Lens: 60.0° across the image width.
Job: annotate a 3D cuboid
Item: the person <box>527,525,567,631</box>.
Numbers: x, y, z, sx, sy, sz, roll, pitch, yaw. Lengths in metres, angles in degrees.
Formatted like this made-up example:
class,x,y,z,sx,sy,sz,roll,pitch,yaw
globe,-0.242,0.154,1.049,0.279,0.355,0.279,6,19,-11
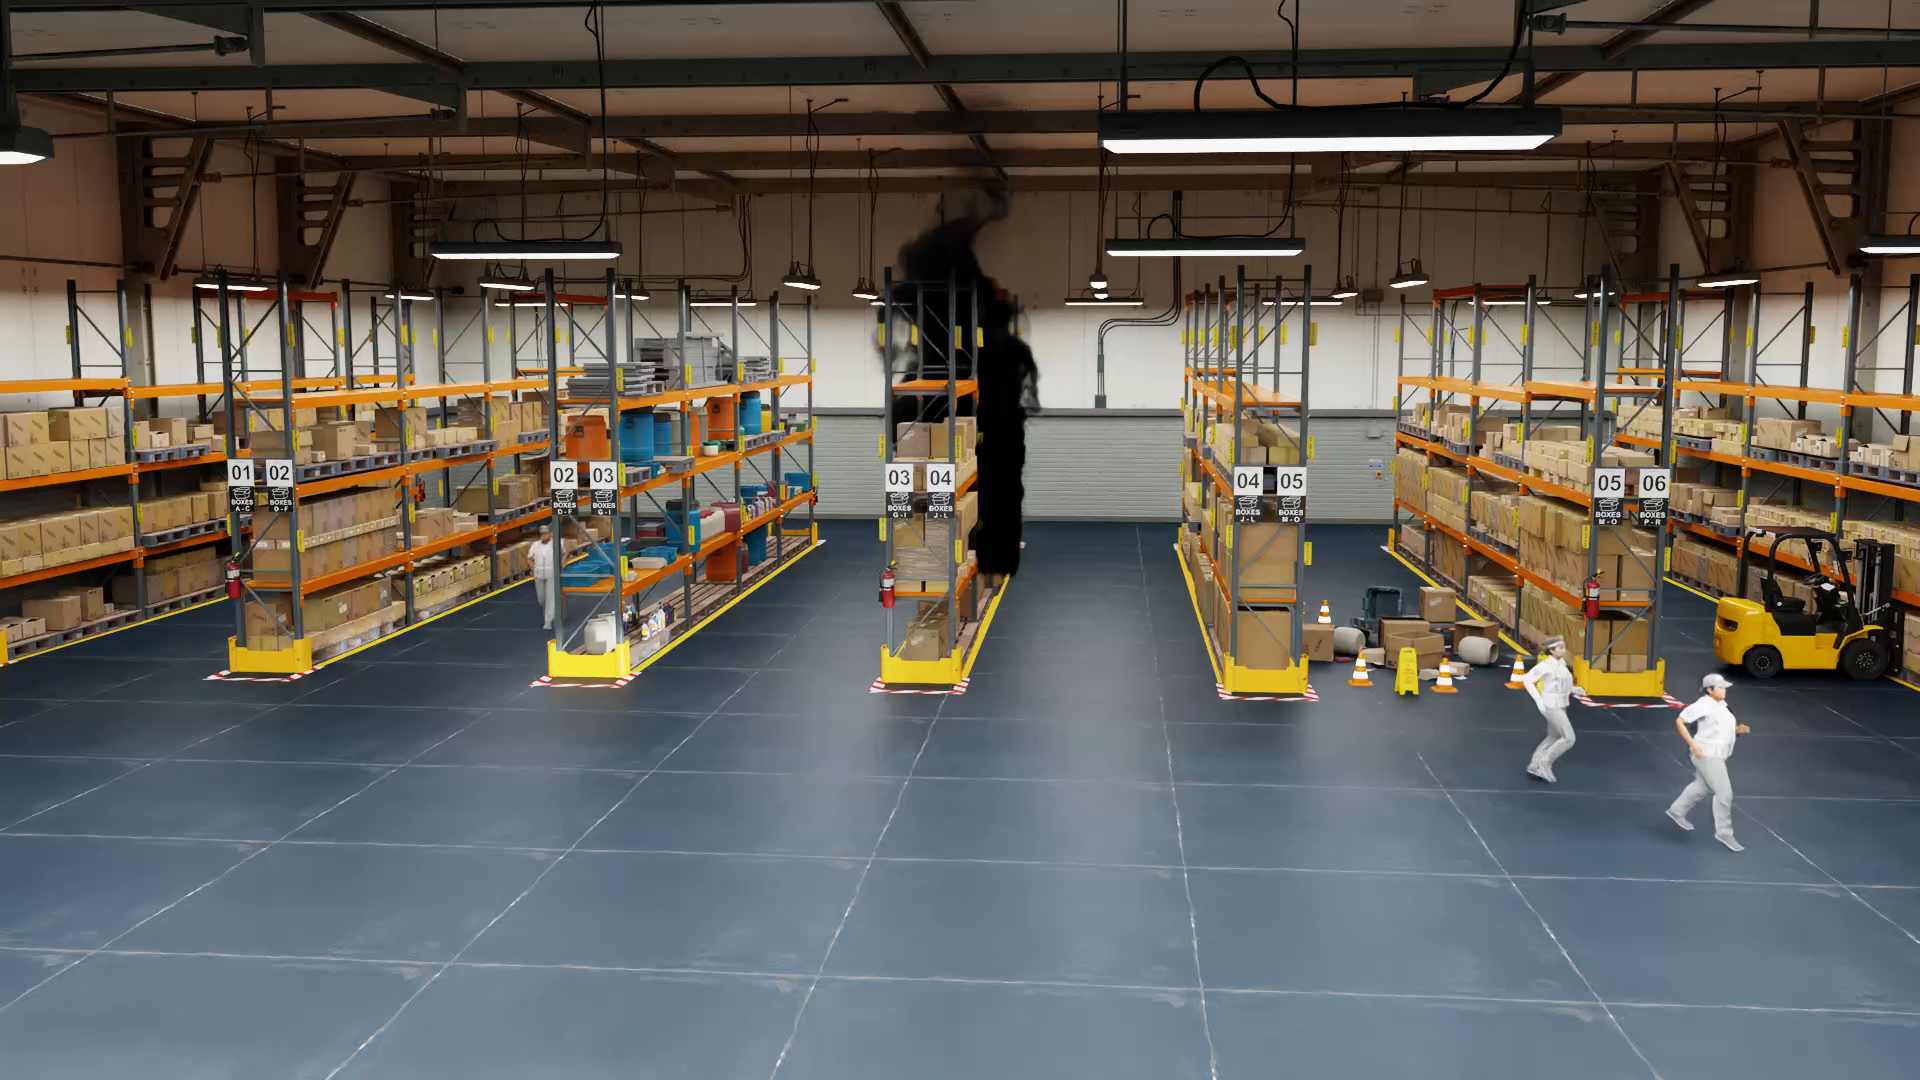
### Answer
class,x,y,z,sx,sy,sz,roll,pitch,yaw
person,-7.164,0.624,28.816,0.664,1.779,0.954,0,7,-4

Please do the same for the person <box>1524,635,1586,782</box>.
class,x,y,z,sx,sy,sz,roll,pitch,yaw
person,6.717,1.894,18.726,0.649,1.673,0.583,6,9,42

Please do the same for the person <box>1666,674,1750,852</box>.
class,x,y,z,sx,sy,sz,roll,pitch,yaw
person,7.456,2.172,16.528,0.807,1.711,0.587,7,10,44
